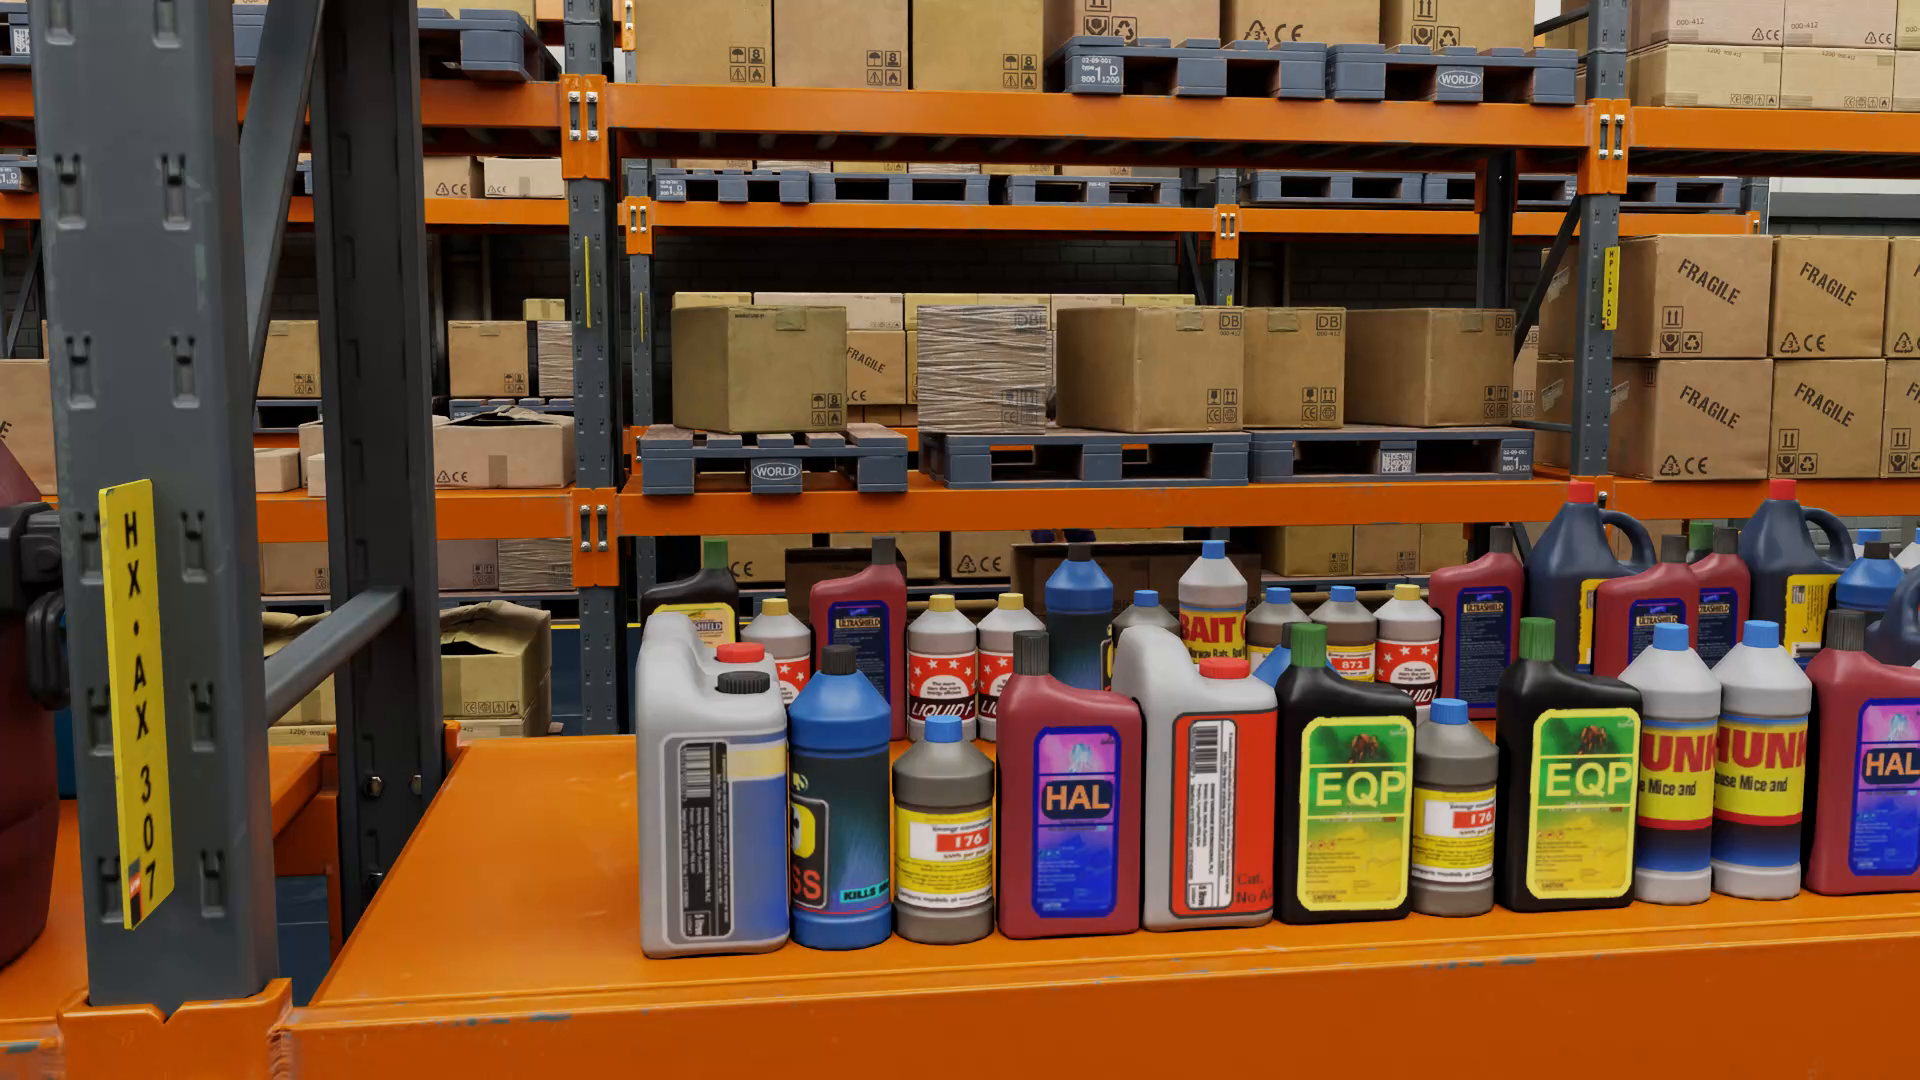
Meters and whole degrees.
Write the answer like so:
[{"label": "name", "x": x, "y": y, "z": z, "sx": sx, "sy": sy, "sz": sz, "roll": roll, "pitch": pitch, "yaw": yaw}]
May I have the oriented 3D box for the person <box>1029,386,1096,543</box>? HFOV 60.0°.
[{"label": "person", "x": 0.685, "y": -0.038, "z": 9.200, "sx": 0.658, "sy": 1.635, "sz": 0.477, "roll": -1, "pitch": 7, "yaw": -9}]
